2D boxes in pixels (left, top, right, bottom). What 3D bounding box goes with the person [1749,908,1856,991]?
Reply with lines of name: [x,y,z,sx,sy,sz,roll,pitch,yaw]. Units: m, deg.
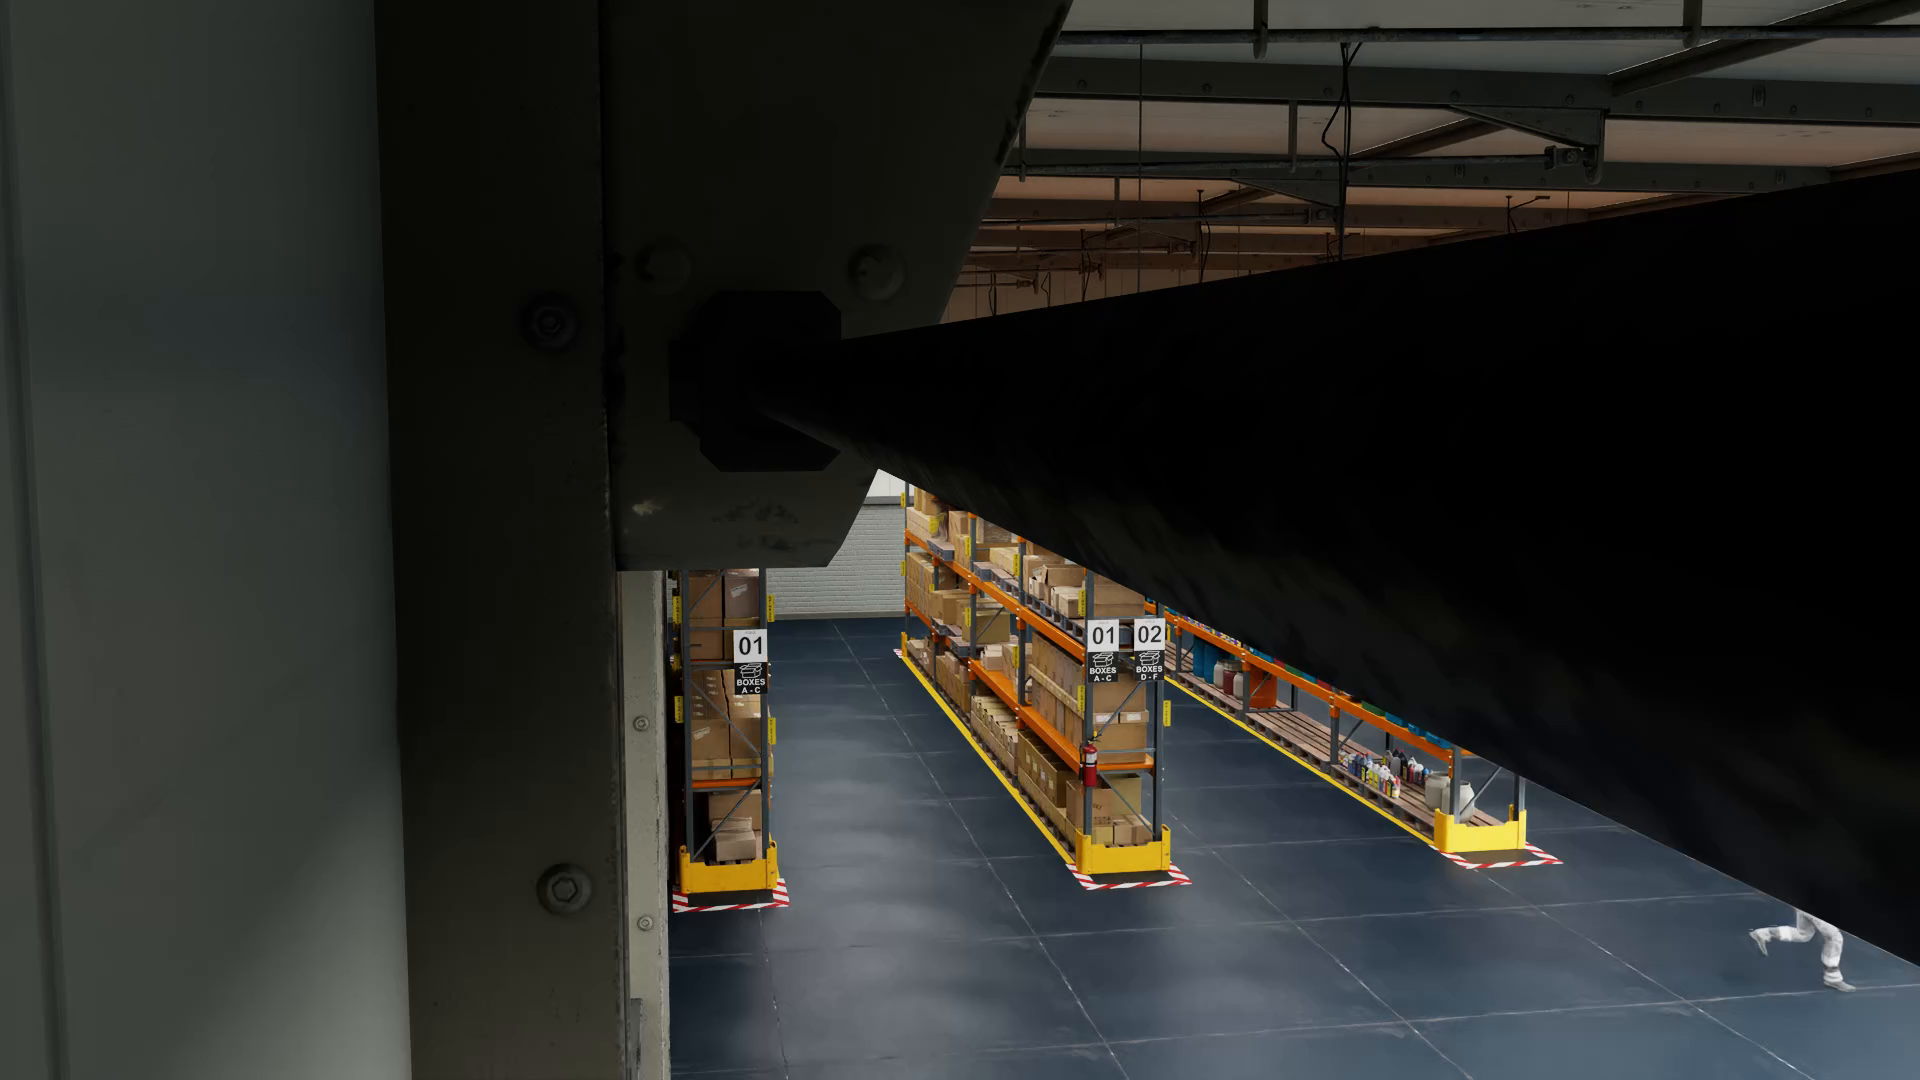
person: [8.673,3.717,17.053,0.999,1.758,0.640,2,6,17]
